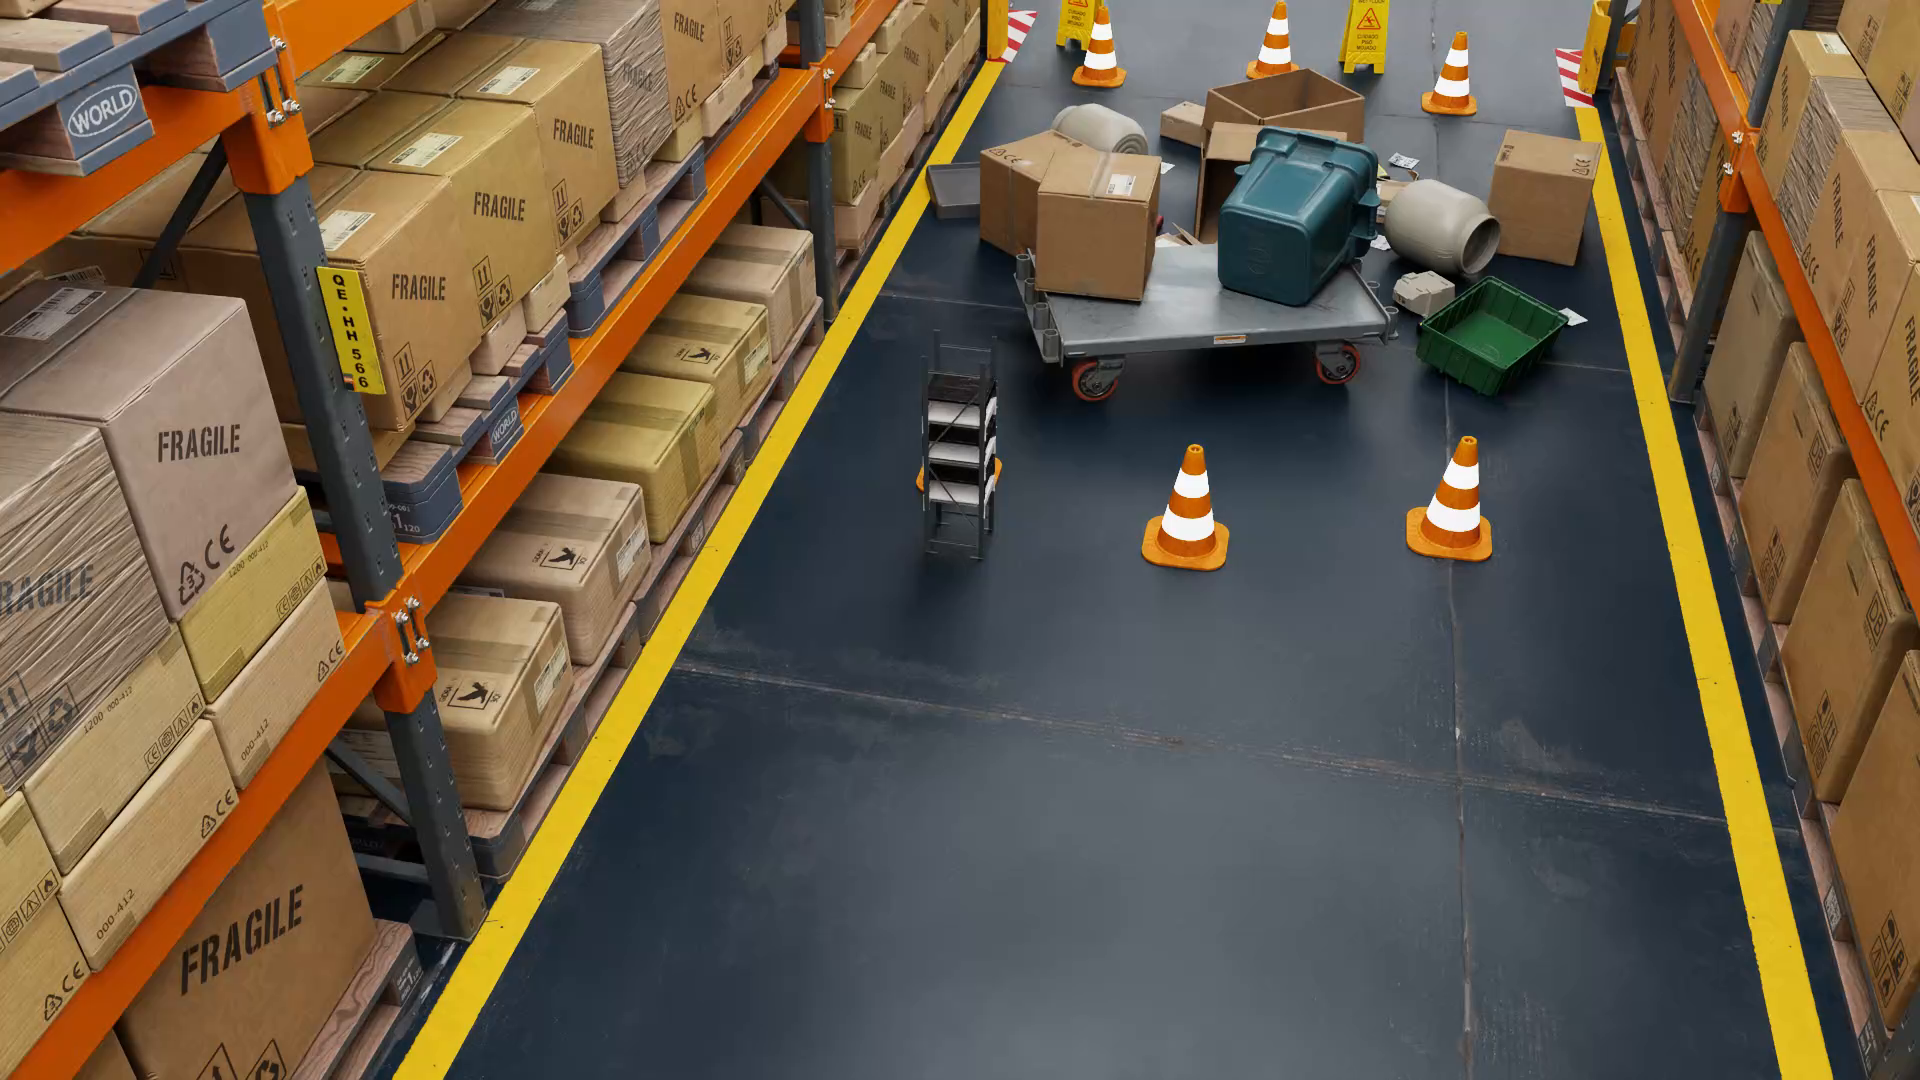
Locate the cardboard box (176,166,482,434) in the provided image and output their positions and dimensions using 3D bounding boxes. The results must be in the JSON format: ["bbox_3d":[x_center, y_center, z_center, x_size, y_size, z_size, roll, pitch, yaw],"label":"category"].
[{"bbox_3d":[-1.638,-0.643,4.385,0.500,0.500,0.500,6,36,9],"label":"cardboard box"}]

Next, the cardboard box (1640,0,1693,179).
[{"bbox_3d":[4.340,-2.515,9.117,0.875,0.875,0.875,7,36,9],"label":"cardboard box"}]

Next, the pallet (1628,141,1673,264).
[{"bbox_3d":[4.249,-1.812,9.071,1.003,0.211,1.213,7,37,10],"label":"pallet"}]

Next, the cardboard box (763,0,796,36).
[{"bbox_3d":[-0.980,-2.414,6.828,0.500,0.500,0.500,7,36,9],"label":"cardboard box"}]

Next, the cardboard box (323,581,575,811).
[{"bbox_3d":[-1.830,0.488,5.402,0.950,0.372,0.625,5,36,7],"label":"cardboard box"}]

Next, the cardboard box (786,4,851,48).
[{"bbox_3d":[-0.725,-2.415,7.740,0.380,0.149,0.250,7,37,10],"label":"cardboard box"}]

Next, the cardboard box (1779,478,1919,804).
[{"bbox_3d":[3.299,0.381,5.228,1.050,0.750,0.750,8,37,11],"label":"cardboard box"}]

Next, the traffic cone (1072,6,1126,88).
[{"bbox_3d":[0.917,-3.234,10.818,0.336,0.463,0.334,7,37,10],"label":"traffic cone"}]

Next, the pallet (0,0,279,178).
[{"bbox_3d":[-2.046,-0.845,2.965,1.213,0.211,1.003,9,37,12],"label":"pallet"}]

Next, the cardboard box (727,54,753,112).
[{"bbox_3d":[-1.039,-1.814,6.553,0.380,0.149,0.250,7,36,9],"label":"cardboard box"}]

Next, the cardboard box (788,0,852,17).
[{"bbox_3d":[-0.739,-2.754,7.656,0.500,0.500,0.500,7,37,10],"label":"cardboard box"}]

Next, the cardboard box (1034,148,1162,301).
[{"bbox_3d":[0.640,-1.465,7.700,0.500,0.500,0.500,7,37,10],"label":"cardboard box"}]

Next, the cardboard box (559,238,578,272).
[{"bbox_3d":[-1.458,-0.926,5.328,0.380,0.149,0.250,9,37,13],"label":"cardboard box"}]

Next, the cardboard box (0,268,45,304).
[{"bbox_3d":[-2.304,-0.276,3.638,0.500,0.500,0.500,6,36,8],"label":"cardboard box"}]

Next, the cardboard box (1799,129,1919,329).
[{"bbox_3d":[3.160,-1.011,5.503,0.500,0.500,0.500,7,37,10],"label":"cardboard box"}]

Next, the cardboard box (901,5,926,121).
[{"bbox_3d":[-0.501,-2.646,9.191,0.500,0.500,0.500,9,37,12],"label":"cardboard box"}]

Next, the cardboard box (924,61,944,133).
[{"bbox_3d":[-0.386,-2.632,9.811,0.500,0.250,0.500,6,36,8],"label":"cardboard box"}]

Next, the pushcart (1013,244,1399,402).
[{"bbox_3d":[1.132,-1.057,7.887,1.648,0.377,0.936,-5,36,-6],"label":"pushcart"}]

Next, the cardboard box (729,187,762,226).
[{"bbox_3d":[-1.242,-1.806,8.670,0.500,0.250,0.500,9,37,12],"label":"cardboard box"}]

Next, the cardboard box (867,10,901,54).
[{"bbox_3d":[-0.523,-2.663,8.661,0.380,0.149,0.250,9,37,12],"label":"cardboard box"}]

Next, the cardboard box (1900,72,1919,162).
[{"bbox_3d":[3.435,-1.389,5.173,0.700,0.500,0.500,8,37,10],"label":"cardboard box"}]

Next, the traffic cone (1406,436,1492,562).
[{"bbox_3d":[1.990,-0.207,6.641,0.336,0.463,0.334,7,37,10],"label":"traffic cone"}]

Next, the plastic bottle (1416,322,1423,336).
[{"bbox_3d":[2.336,-0.971,8.038,0.133,0.061,0.283,-11,37,-14],"label":"plastic bottle"}]

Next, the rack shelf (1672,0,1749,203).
[{"bbox_3d":[4.179,-2.669,8.490,1.077,0.370,4.000,7,37,10],"label":"rack shelf"}]

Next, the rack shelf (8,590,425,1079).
[{"bbox_3d":[-2.387,1.355,2.938,1.077,0.370,4.000,7,37,10],"label":"rack shelf"}]

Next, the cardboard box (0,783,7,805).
[{"bbox_3d":[-2.029,0.380,2.733,0.500,0.500,0.500,7,37,10],"label":"cardboard box"}]

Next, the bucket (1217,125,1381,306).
[{"bbox_3d":[1.529,-1.471,7.717,0.726,0.611,0.620,20,51,26],"label":"bucket"}]

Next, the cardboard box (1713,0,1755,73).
[{"bbox_3d":[3.914,-2.406,7.385,0.875,0.550,0.550,7,37,10],"label":"cardboard box"}]

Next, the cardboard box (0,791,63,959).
[{"bbox_3d":[-2.011,0.675,2.964,0.500,0.250,0.500,6,36,9],"label":"cardboard box"}]

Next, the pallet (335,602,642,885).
[{"bbox_3d":[-1.792,0.598,5.745,1.003,0.211,1.213,7,37,10],"label":"pallet"}]

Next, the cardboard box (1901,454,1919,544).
[{"bbox_3d":[2.839,-0.139,4.300,0.500,0.500,0.500,7,37,10],"label":"cardboard box"}]

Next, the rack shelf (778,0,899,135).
[{"bbox_3d":[-0.678,-3.232,9.266,1.077,0.370,4.000,7,37,10],"label":"rack shelf"}]

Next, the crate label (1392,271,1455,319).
[{"bbox_3d":[2.329,-1.239,8.342,0.298,0.136,0.250,-17,39,-22],"label":"crate label"}]

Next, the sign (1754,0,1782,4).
[{"bbox_3d":[3.209,-2.265,6.514,0.100,0.325,0.005,7,37,10],"label":"sign"}]

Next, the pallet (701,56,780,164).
[{"bbox_3d":[-1.411,-1.879,6.949,1.003,0.211,1.213,7,37,10],"label":"pallet"}]

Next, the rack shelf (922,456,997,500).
[{"bbox_3d":[-0.002,-0.260,6.552,0.258,0.077,0.200,7,37,10],"label":"rack shelf"}]

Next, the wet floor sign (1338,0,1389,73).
[{"bbox_3d":[2.678,-3.418,10.917,0.267,0.644,0.232,1,36,2],"label":"wet floor sign"}]

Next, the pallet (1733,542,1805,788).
[{"bbox_3d":[3.402,0.469,5.923,1.003,0.211,1.213,7,37,10],"label":"pallet"}]

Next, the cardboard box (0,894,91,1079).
[{"bbox_3d":[-2.031,0.882,3.105,0.500,0.250,0.500,7,37,9],"label":"cardboard box"}]

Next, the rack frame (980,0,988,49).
[{"bbox_3d":[-0.251,-4.669,10.637,1.000,3.000,0.127,7,37,10],"label":"rack frame"}]

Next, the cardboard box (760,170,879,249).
[{"bbox_3d":[-0.716,-1.737,8.576,0.500,0.250,0.500,6,36,8],"label":"cardboard box"}]

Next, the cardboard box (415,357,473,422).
[{"bbox_3d":[-1.616,-0.472,4.702,0.380,0.149,0.250,5,36,7],"label":"cardboard box"}]

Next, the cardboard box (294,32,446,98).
[{"bbox_3d":[-1.928,-1.297,5.287,0.500,0.500,0.500,5,36,7],"label":"cardboard box"}]

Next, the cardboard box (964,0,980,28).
[{"bbox_3d":[-0.168,-3.538,10.421,0.500,0.500,0.500,8,37,10],"label":"cardboard box"}]

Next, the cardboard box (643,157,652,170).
[{"bbox_3d":[-1.334,-1.394,5.973,0.380,0.149,0.250,6,36,8],"label":"cardboard box"}]

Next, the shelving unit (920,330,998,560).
[{"bbox_3d":[-0.002,-0.360,6.479,0.258,0.900,0.210,7,37,10],"label":"shelving unit"}]

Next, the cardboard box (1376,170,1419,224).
[{"bbox_3d":[2.320,-1.923,9.177,0.396,0.266,0.258,14,38,18],"label":"cardboard box"}]

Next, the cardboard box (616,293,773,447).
[{"bbox_3d":[-1.365,-0.769,7.136,0.950,0.372,0.625,10,37,13],"label":"cardboard box"}]

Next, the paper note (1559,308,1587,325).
[{"bbox_3d":[3.011,-1.111,8.256,0.147,0.020,0.142,-17,39,-22],"label":"paper note"}]

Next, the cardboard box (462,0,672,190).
[{"bbox_3d":[-1.312,-1.534,5.613,0.500,0.500,0.500,6,36,8],"label":"cardboard box"}]

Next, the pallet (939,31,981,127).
[{"bbox_3d":[-0.476,-3.035,10.758,1.003,0.211,1.213,7,37,10],"label":"pallet"}]

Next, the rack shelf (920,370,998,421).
[{"bbox_3d":[-0.002,-0.551,6.341,0.258,0.077,0.200,7,37,10],"label":"rack shelf"}]
